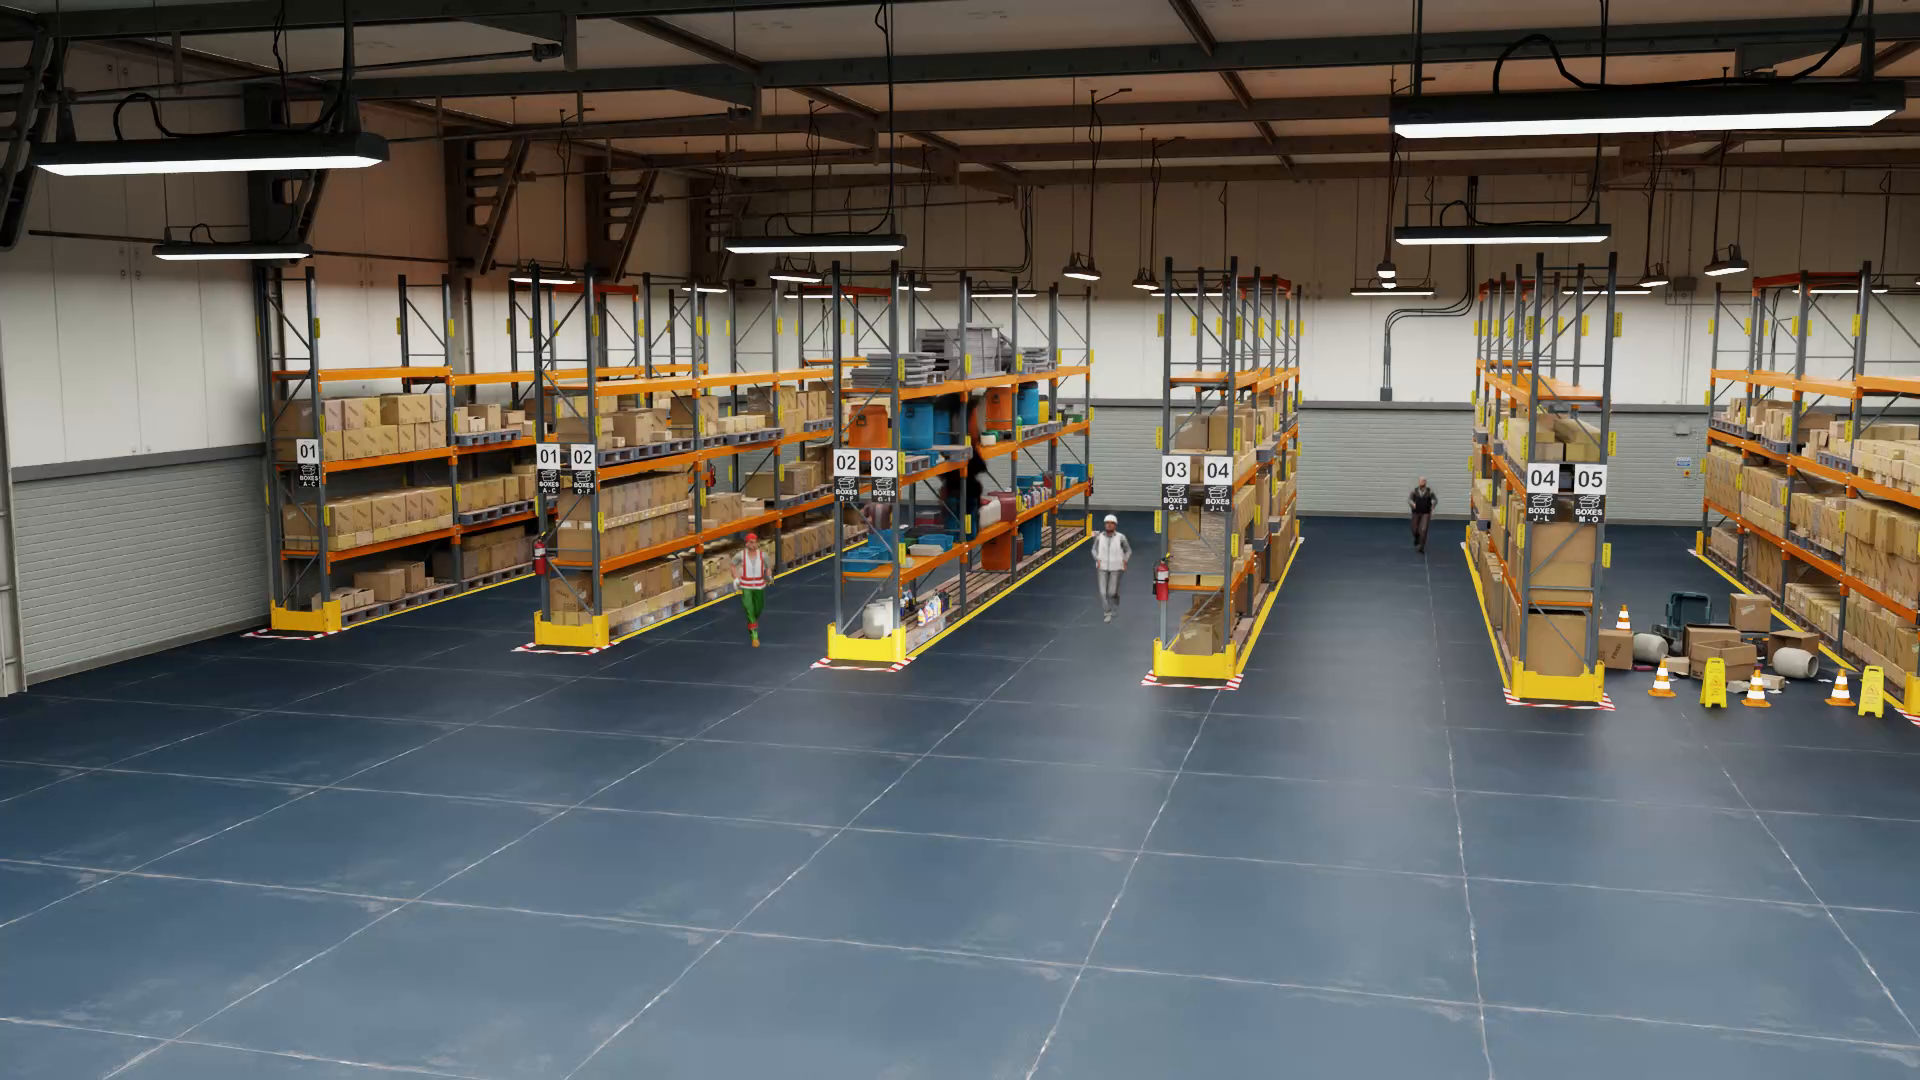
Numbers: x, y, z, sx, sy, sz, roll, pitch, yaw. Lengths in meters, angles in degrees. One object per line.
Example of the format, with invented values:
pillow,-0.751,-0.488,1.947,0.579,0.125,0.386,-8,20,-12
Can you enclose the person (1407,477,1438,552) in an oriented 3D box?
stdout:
person,10.423,-0.587,37.522,0.669,1.684,0.760,3,8,20

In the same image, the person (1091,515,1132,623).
person,2.420,0.463,26.816,0.661,1.743,0.522,2,8,15

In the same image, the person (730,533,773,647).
person,-3.315,0.756,26.373,0.636,1.766,0.908,-2,8,-18

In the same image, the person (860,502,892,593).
person,-1.473,0.025,30.224,0.696,1.754,0.860,1,7,8
